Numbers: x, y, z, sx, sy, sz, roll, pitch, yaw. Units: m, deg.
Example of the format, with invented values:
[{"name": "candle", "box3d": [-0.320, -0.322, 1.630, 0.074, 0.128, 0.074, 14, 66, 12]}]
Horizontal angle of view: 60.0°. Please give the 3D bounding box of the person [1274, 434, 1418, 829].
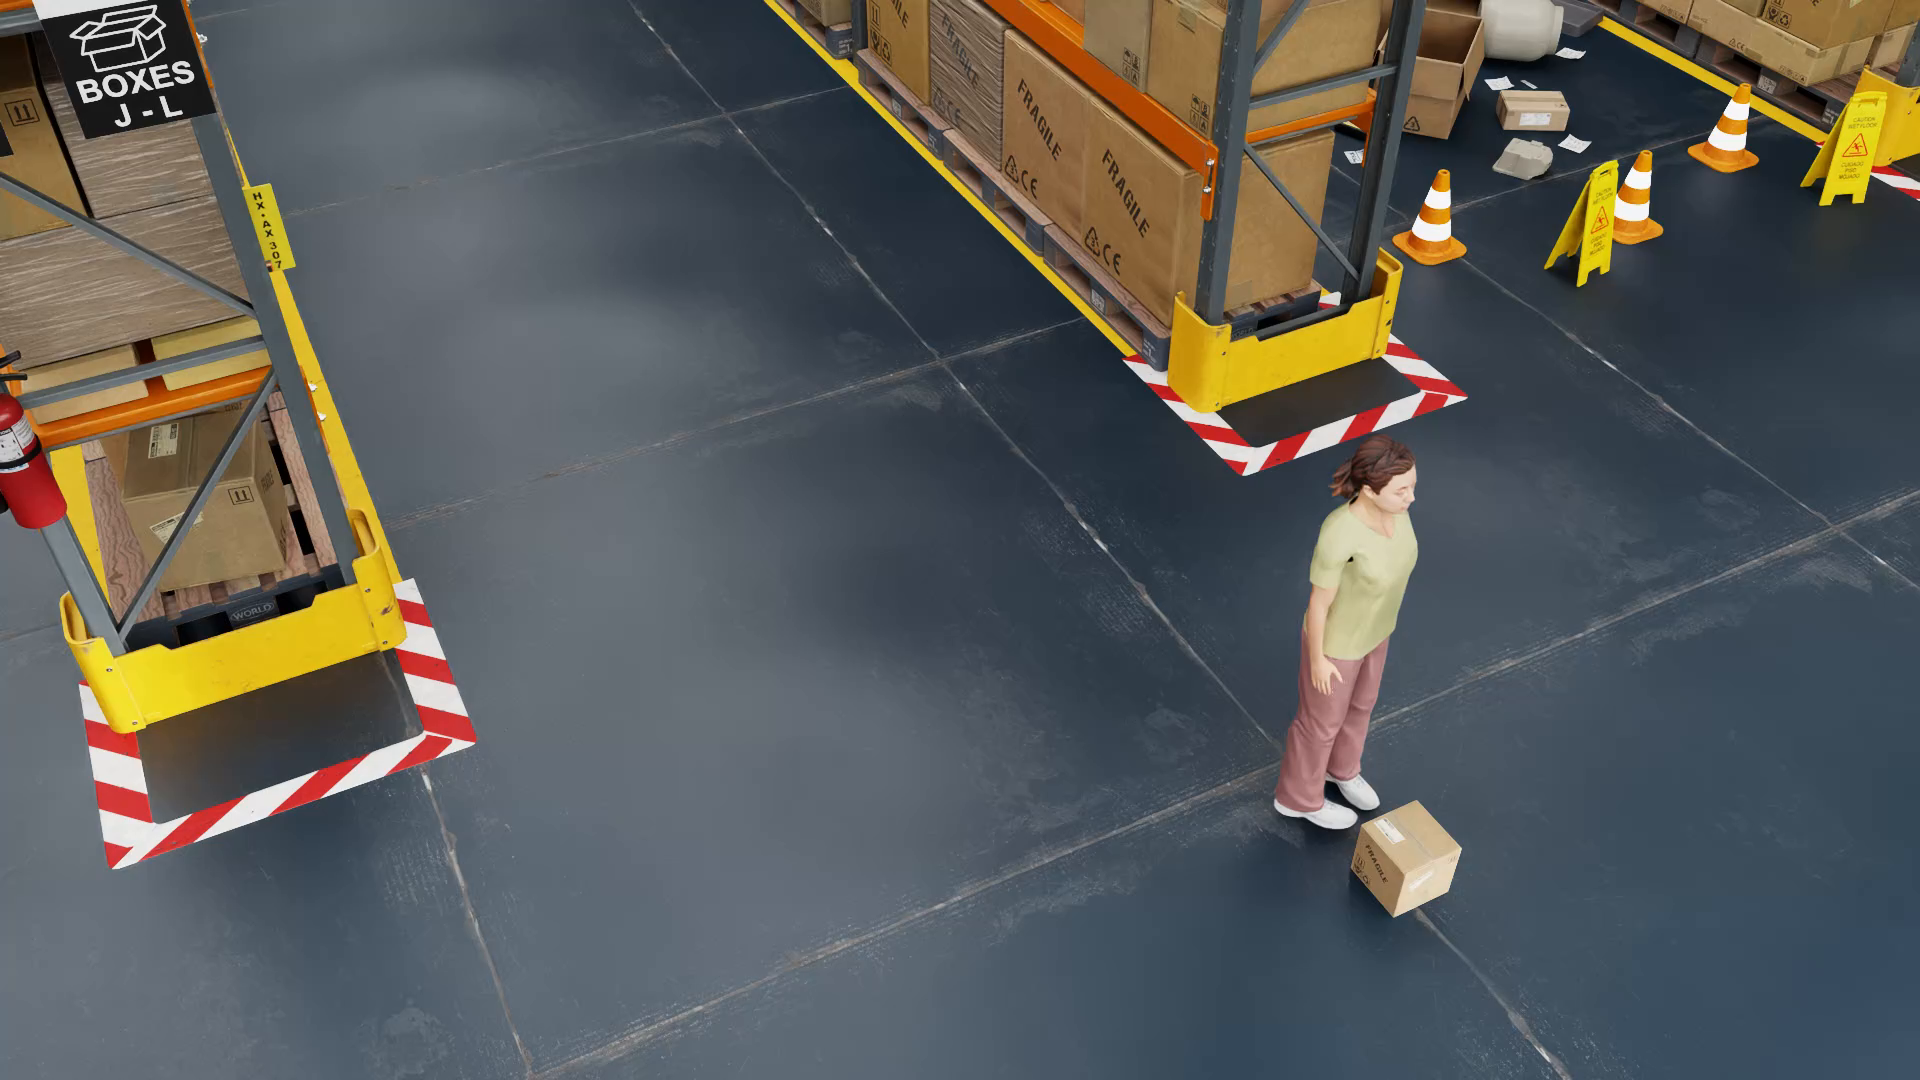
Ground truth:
[{"name": "person", "box3d": [1.372, 0.334, 5.768, 0.462, 1.680, 0.401, -33, 51, -32]}]
